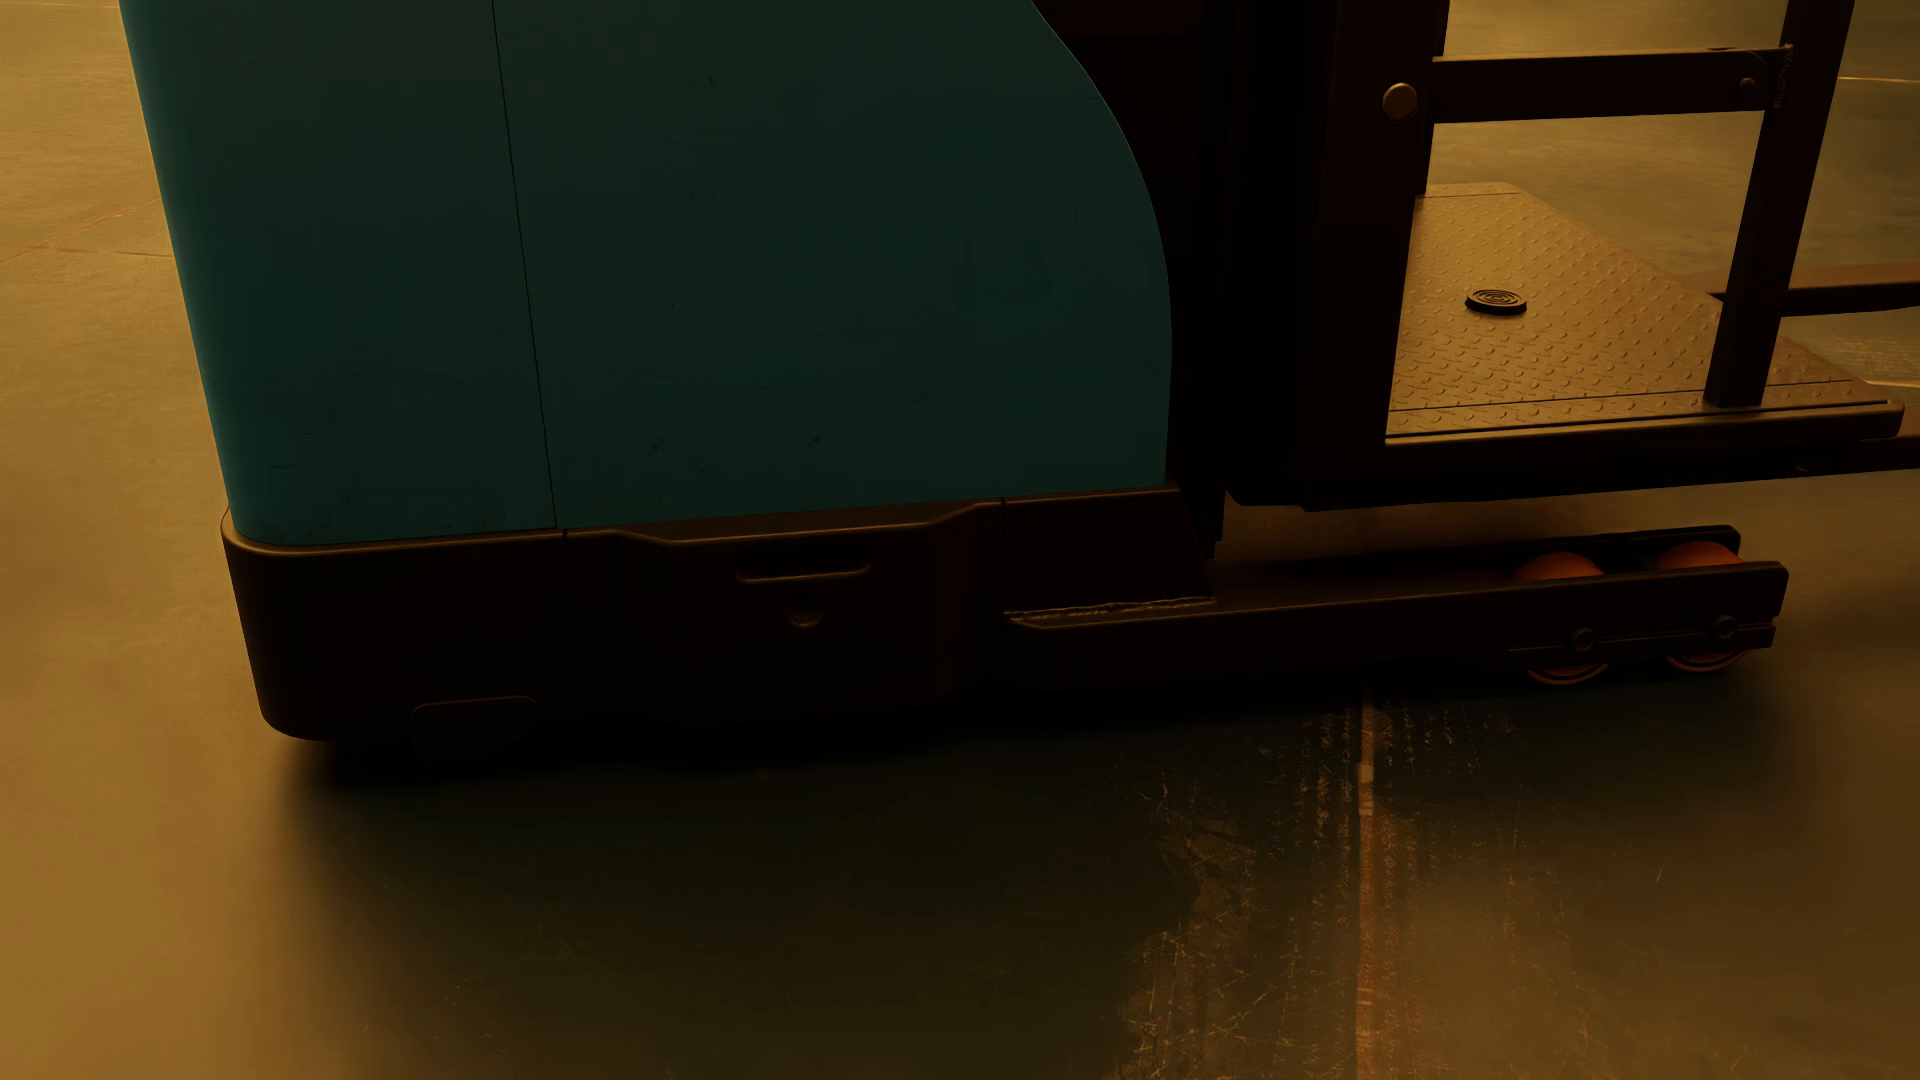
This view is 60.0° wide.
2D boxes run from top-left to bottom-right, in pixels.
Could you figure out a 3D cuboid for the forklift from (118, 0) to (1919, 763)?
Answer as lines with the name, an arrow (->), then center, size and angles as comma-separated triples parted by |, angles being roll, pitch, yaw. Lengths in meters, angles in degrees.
forklift -> 0.600, -1.354, 1.930 | 3.031, 2.935, 1.130 | -4, 27, -9
